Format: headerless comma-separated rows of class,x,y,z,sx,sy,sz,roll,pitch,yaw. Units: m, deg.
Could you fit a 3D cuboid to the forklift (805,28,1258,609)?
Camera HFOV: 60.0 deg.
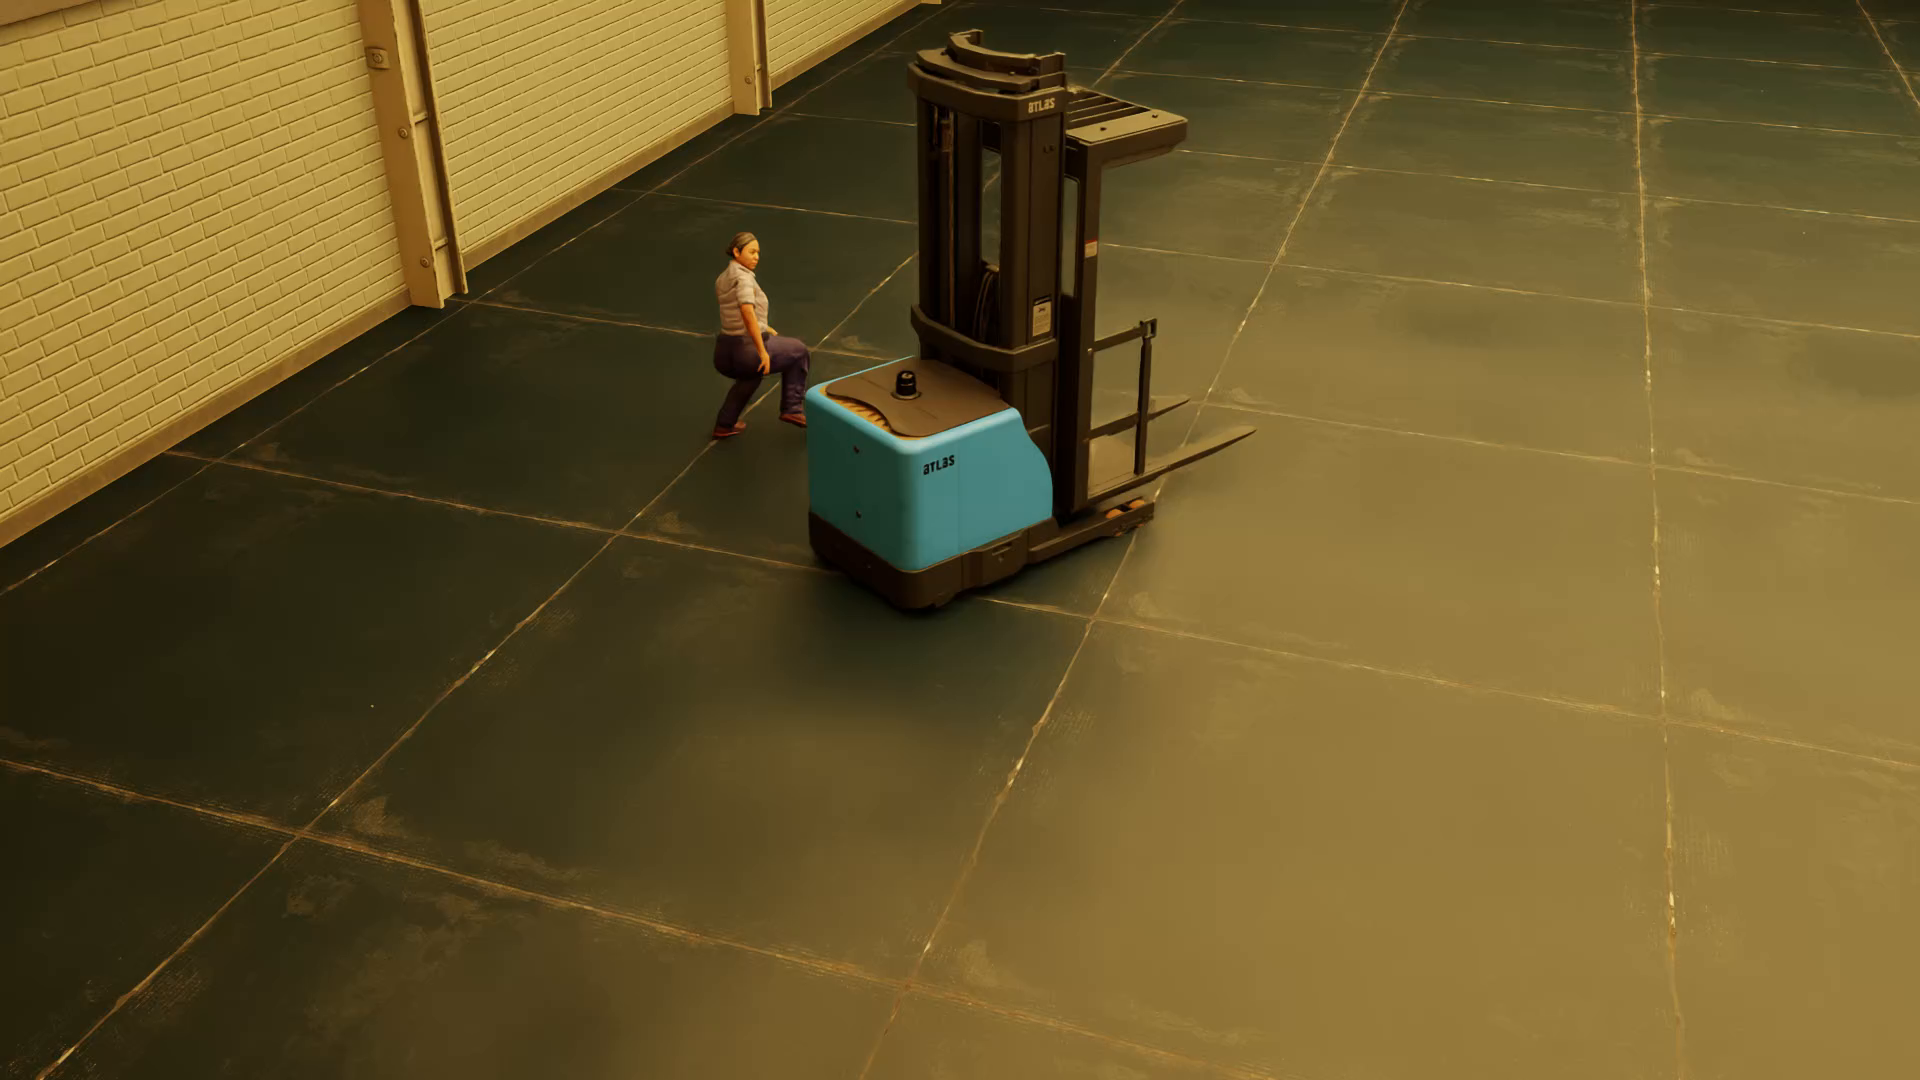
forklift,0.571,-1.475,9.724,3.031,2.935,1.130,-22,36,-33

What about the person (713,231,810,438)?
person,-1.324,-1.314,10.989,0.715,1.438,0.668,23,37,34
